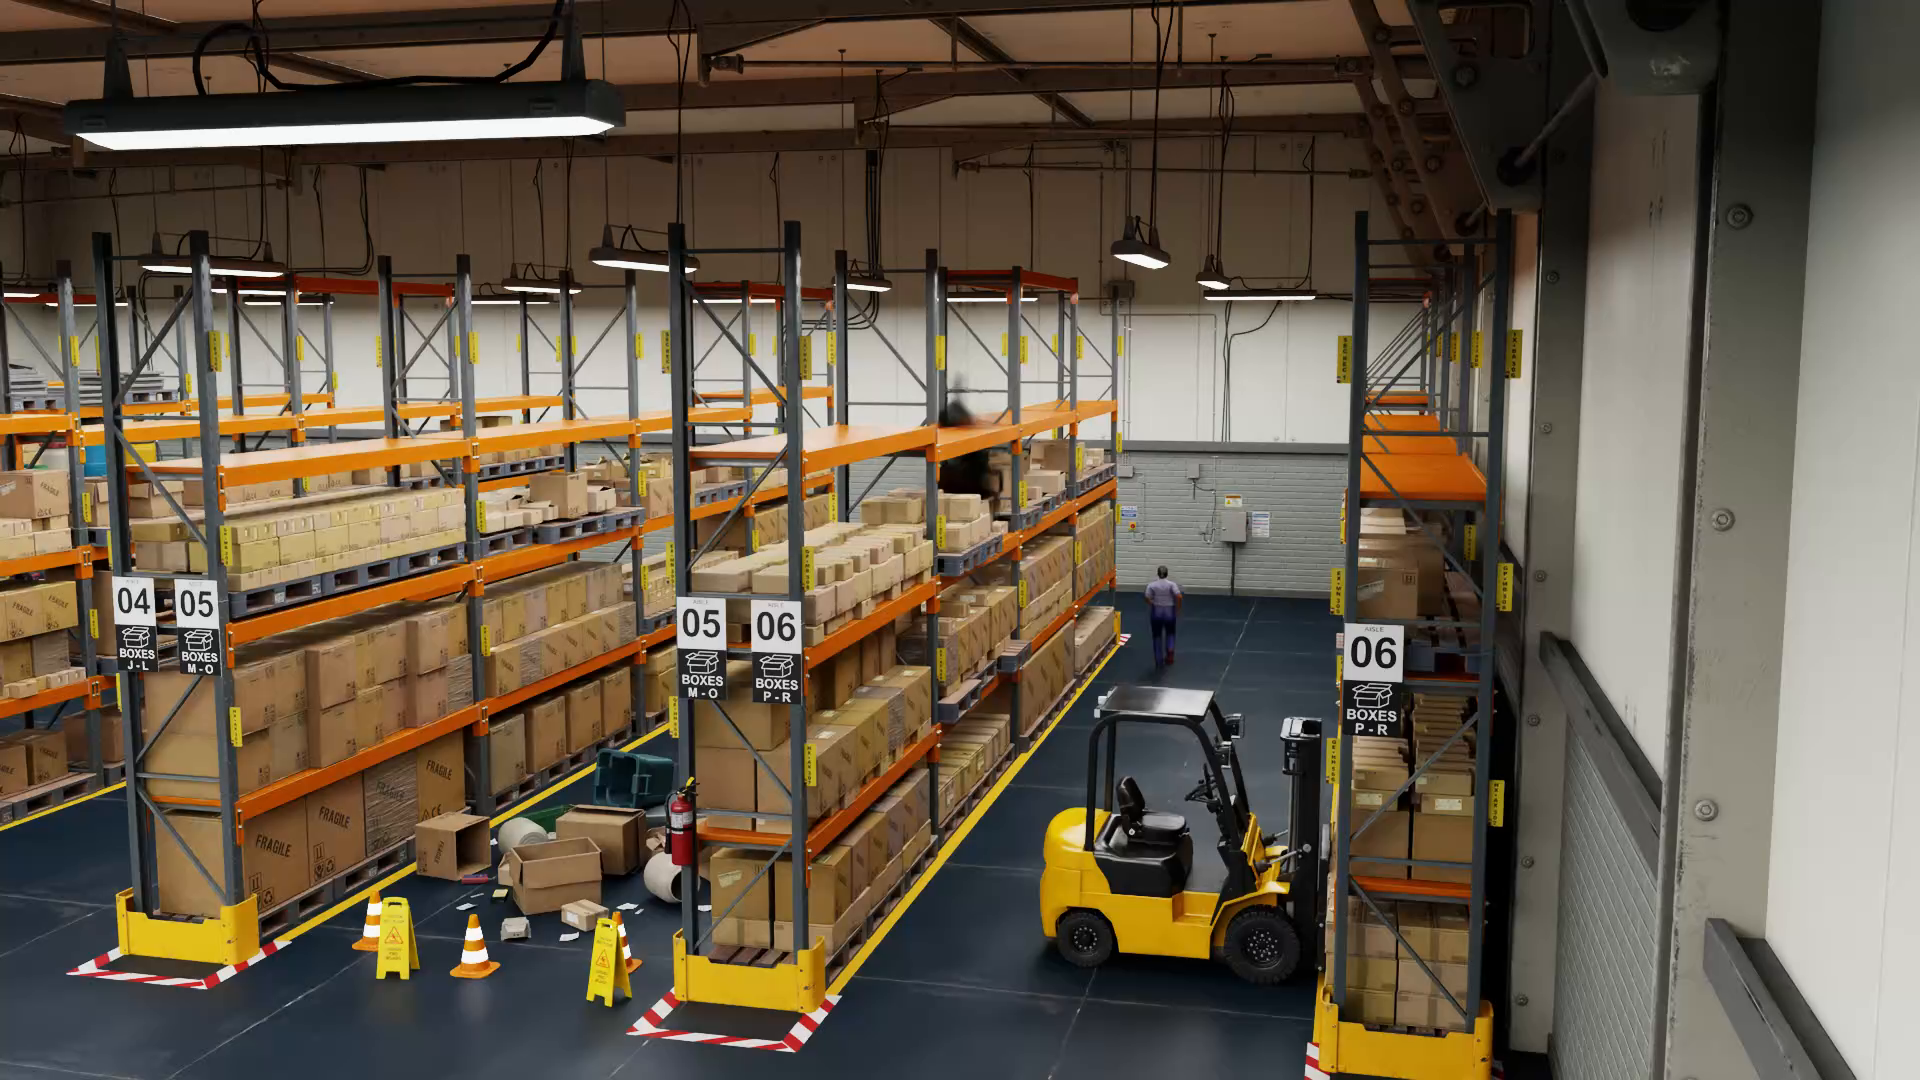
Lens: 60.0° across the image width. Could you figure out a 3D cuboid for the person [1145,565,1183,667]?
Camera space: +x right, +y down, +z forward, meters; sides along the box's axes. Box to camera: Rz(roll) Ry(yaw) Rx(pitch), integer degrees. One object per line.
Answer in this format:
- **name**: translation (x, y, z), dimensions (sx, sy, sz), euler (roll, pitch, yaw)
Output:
- **person**: translation (3.198, 1.192, 26.099), dimensions (0.592, 1.597, 0.575), euler (1, 7, 9)
